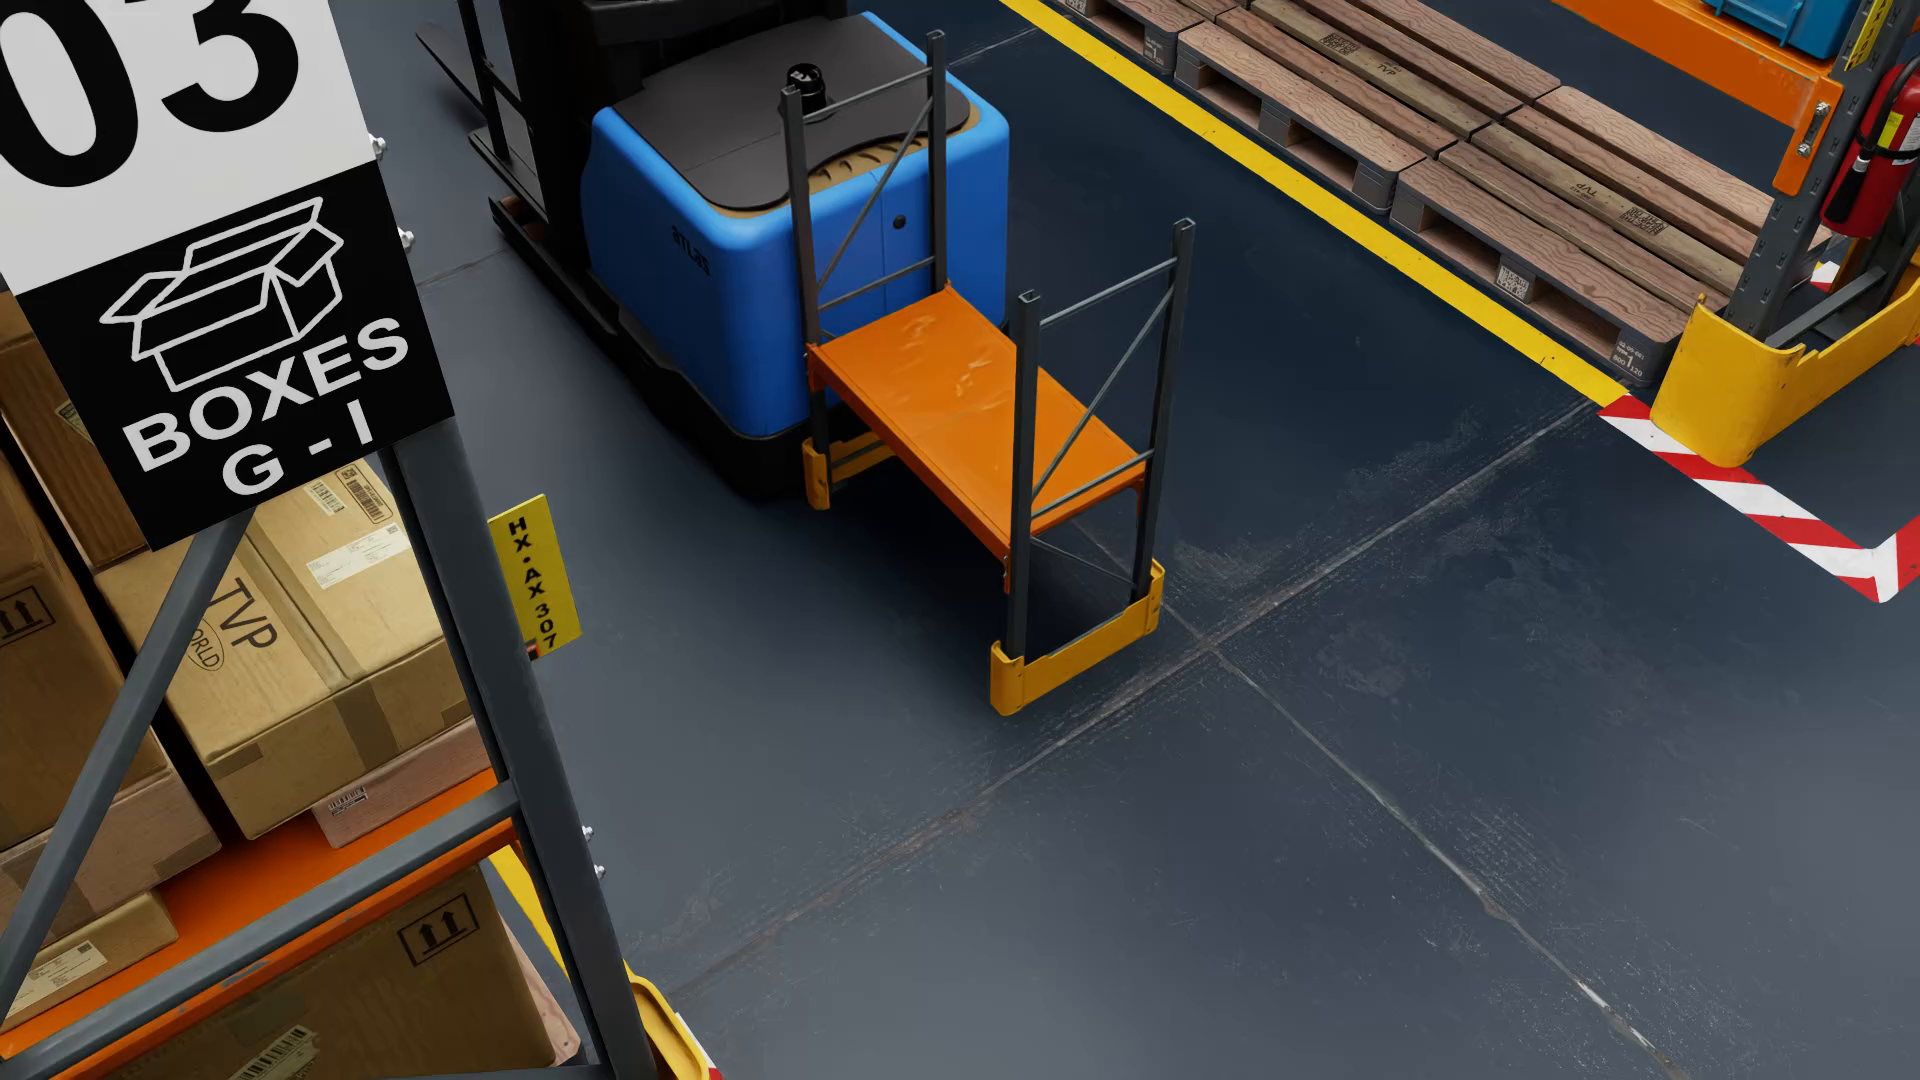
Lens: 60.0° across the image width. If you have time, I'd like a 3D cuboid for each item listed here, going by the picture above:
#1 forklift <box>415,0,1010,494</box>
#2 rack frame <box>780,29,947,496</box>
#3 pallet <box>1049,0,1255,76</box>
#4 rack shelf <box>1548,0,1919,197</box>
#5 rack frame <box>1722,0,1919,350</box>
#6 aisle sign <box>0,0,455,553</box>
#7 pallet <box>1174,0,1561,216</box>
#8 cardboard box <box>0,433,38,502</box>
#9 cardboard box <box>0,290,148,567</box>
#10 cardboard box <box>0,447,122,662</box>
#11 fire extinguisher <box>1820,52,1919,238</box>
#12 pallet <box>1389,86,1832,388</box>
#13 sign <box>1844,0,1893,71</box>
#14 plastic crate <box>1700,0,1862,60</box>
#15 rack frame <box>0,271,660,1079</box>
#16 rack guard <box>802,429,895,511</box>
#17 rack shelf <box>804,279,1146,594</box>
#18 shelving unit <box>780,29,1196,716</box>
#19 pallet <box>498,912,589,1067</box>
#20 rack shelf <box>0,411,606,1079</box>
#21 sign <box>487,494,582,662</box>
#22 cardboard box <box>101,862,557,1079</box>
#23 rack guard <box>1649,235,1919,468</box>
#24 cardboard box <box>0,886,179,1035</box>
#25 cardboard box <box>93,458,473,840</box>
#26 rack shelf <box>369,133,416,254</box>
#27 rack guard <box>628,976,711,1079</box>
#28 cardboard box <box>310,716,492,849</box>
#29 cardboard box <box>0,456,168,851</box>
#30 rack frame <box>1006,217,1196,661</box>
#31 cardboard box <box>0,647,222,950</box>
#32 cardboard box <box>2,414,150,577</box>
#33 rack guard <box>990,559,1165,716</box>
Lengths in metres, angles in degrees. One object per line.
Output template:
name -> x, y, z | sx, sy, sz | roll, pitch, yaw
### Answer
forklift -> -1.102, -2.190, 5.257 | 1.130, 2.935, 3.031 | -28, 54, -23
rack frame -> -0.250, -0.753, 4.920 | 0.500, 1.500, 0.032 | -28, 54, -23
pallet -> 0.904, -2.601, 7.465 | 1.003, 0.211, 1.213 | -29, 54, -24
rack shelf -> 1.639, -2.533, 6.007 | 1.077, 0.370, 4.000 | -29, 54, -24
rack frame -> 2.850, -1.595, 4.671 | 1.000, 3.000, 0.127 | -29, 54, -24
aisle sign -> -0.810, -0.338, 1.777 | 0.394, 0.787, 0.004 | -29, 54, -24
pallet -> 1.647, -1.881, 6.813 | 1.003, 0.211, 1.213 | -29, 54, -24
cardboard box -> -2.212, -0.189, 3.297 | 0.500, 0.250, 0.500 | -31, 55, -25
cardboard box -> -1.470, -0.373, 2.958 | 0.500, 0.500, 0.500 | -31, 55, -25
cardboard box -> -1.903, 0.111, 3.025 | 0.500, 0.250, 0.500 | -30, 55, -25
fire extinguisher -> 2.580, -1.151, 4.573 | 0.296, 0.674, 0.183 | -29, 54, -24
pallet -> 2.381, -1.162, 6.161 | 1.003, 0.211, 1.213 | -29, 54, -24
sign -> 2.422, -1.393, 4.378 | 0.100, 0.325, 0.005 | -29, 54, -24
plastic crate -> 2.498, -1.741, 4.739 | 0.616, 0.435, 0.499 | -29, 54, -24
rack frame -> -1.095, 0.628, 2.656 | 0.949, 2.616, 0.053 | -29, 54, -24
rack guard -> -0.239, -0.321, 5.372 | 0.587, 0.250, 0.087 | -28, 54, -23
rack shelf -> 0.046, -0.326, 4.776 | 0.538, 0.185, 1.000 | -28, 54, -23
shelving unit -> 0.051, -0.441, 4.638 | 0.587, 1.500, 1.083 | -28, 54, -23
pallet -> -1.638, 1.127, 4.086 | 1.003, 0.211, 1.213 | -29, 54, -24
rack shelf -> -2.303, -0.311, 3.993 | 1.077, 0.370, 4.000 | -29, 54, -24
sign -> -0.647, 0.064, 2.529 | 0.100, 0.325, 0.005 | -29, 54, -24
cardboard box -> -1.543, 0.858, 3.598 | 0.875, 0.875, 0.875 | -29, 54, -24
rack guard -> 2.875, -0.747, 5.590 | 1.175, 0.500, 0.348 | -29, 54, -24
cardboard box -> -1.570, 0.649, 2.807 | 0.380, 0.149, 0.250 | -28, 54, -23
cardboard box -> -1.168, 0.173, 2.969 | 0.500, 0.250, 0.500 | -31, 55, -25
rack shelf -> -2.303, -1.318, 2.881 | 1.077, 0.370, 4.000 | -29, 54, -24
rack guard -> -1.077, 1.481, 3.570 | 1.175, 0.500, 0.348 | -29, 54, -24
cardboard box -> -1.044, 0.354, 3.074 | 0.380, 0.149, 0.250 | -29, 54, -24
cardboard box -> -1.596, 0.156, 2.478 | 0.500, 0.500, 0.500 | -29, 54, -24
rack frame -> 0.342, -0.140, 4.365 | 0.500, 1.500, 0.032 | -28, 54, -23
cardboard box -> -1.597, 0.411, 2.754 | 0.500, 0.250, 0.500 | -30, 55, -25
cardboard box -> -1.488, -0.130, 3.244 | 0.500, 0.250, 0.500 | -30, 54, -24
rack guard -> 0.341, 0.279, 4.829 | 0.587, 0.250, 0.087 | -28, 54, -23
